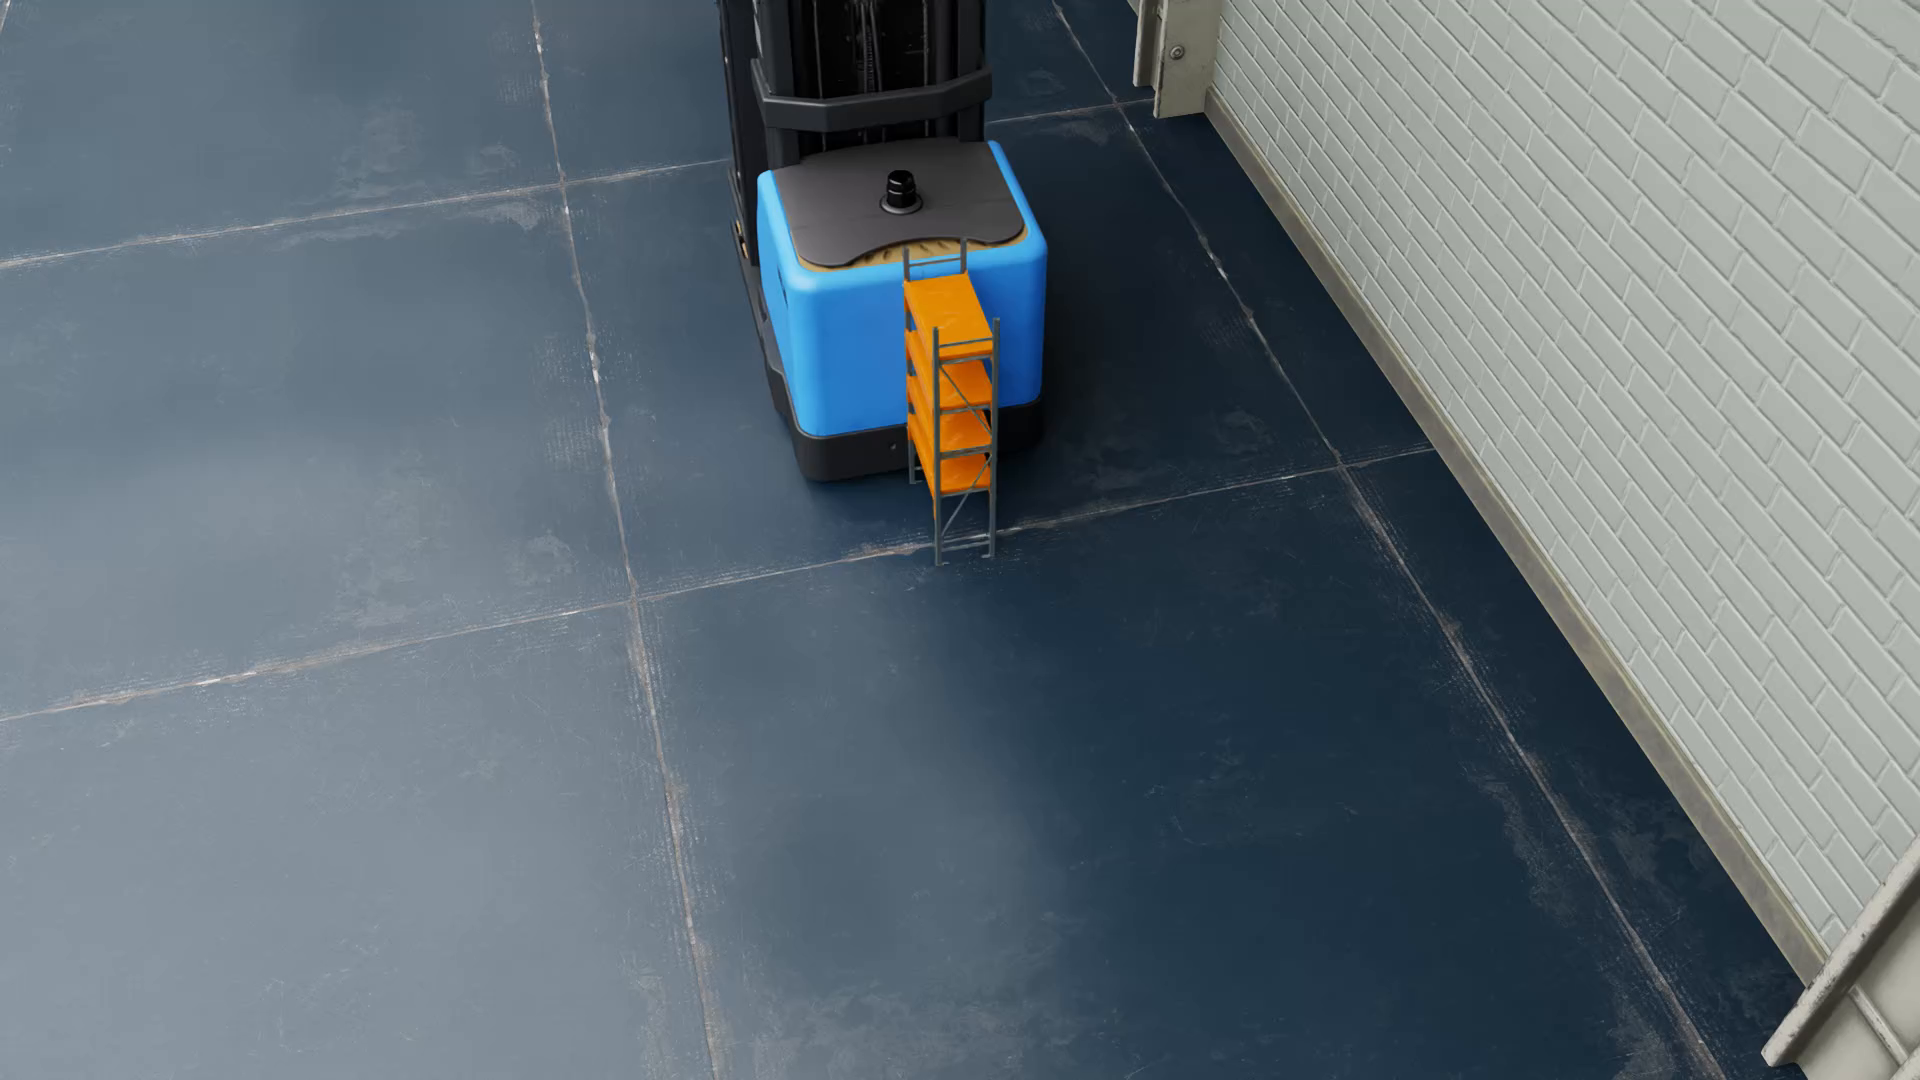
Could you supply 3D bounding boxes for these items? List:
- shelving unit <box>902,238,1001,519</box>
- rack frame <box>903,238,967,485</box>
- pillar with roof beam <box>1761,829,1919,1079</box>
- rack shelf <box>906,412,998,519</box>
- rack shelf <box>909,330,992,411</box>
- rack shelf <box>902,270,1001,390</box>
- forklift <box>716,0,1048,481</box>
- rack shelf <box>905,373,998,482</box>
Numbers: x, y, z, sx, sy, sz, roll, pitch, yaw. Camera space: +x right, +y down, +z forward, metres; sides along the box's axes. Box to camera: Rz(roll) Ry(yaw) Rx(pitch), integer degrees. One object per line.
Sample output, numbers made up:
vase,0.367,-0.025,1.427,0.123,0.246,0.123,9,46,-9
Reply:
shelving unit,-0.037,-0.510,6.409,0.258,1.200,0.492,-10,46,-9
rack frame,-0.093,-0.675,6.571,0.240,1.200,0.015,-10,46,-9
pillar with roof beam,-1.467,-0.660,1.096,9.100,9.000,0.400,-11,47,-10
rack shelf,-0.036,-0.319,6.595,0.258,0.148,0.480,-10,46,-9
rack shelf,-0.036,-0.652,6.256,0.221,0.021,0.457,-10,46,-9
rack shelf,-0.036,-0.781,6.125,0.258,0.148,0.480,-10,46,-9
forklift,-0.493,-2.341,6.992,1.130,2.935,3.031,-10,46,-10
rack shelf,-0.036,-0.458,6.453,0.258,0.148,0.480,-10,46,-9
